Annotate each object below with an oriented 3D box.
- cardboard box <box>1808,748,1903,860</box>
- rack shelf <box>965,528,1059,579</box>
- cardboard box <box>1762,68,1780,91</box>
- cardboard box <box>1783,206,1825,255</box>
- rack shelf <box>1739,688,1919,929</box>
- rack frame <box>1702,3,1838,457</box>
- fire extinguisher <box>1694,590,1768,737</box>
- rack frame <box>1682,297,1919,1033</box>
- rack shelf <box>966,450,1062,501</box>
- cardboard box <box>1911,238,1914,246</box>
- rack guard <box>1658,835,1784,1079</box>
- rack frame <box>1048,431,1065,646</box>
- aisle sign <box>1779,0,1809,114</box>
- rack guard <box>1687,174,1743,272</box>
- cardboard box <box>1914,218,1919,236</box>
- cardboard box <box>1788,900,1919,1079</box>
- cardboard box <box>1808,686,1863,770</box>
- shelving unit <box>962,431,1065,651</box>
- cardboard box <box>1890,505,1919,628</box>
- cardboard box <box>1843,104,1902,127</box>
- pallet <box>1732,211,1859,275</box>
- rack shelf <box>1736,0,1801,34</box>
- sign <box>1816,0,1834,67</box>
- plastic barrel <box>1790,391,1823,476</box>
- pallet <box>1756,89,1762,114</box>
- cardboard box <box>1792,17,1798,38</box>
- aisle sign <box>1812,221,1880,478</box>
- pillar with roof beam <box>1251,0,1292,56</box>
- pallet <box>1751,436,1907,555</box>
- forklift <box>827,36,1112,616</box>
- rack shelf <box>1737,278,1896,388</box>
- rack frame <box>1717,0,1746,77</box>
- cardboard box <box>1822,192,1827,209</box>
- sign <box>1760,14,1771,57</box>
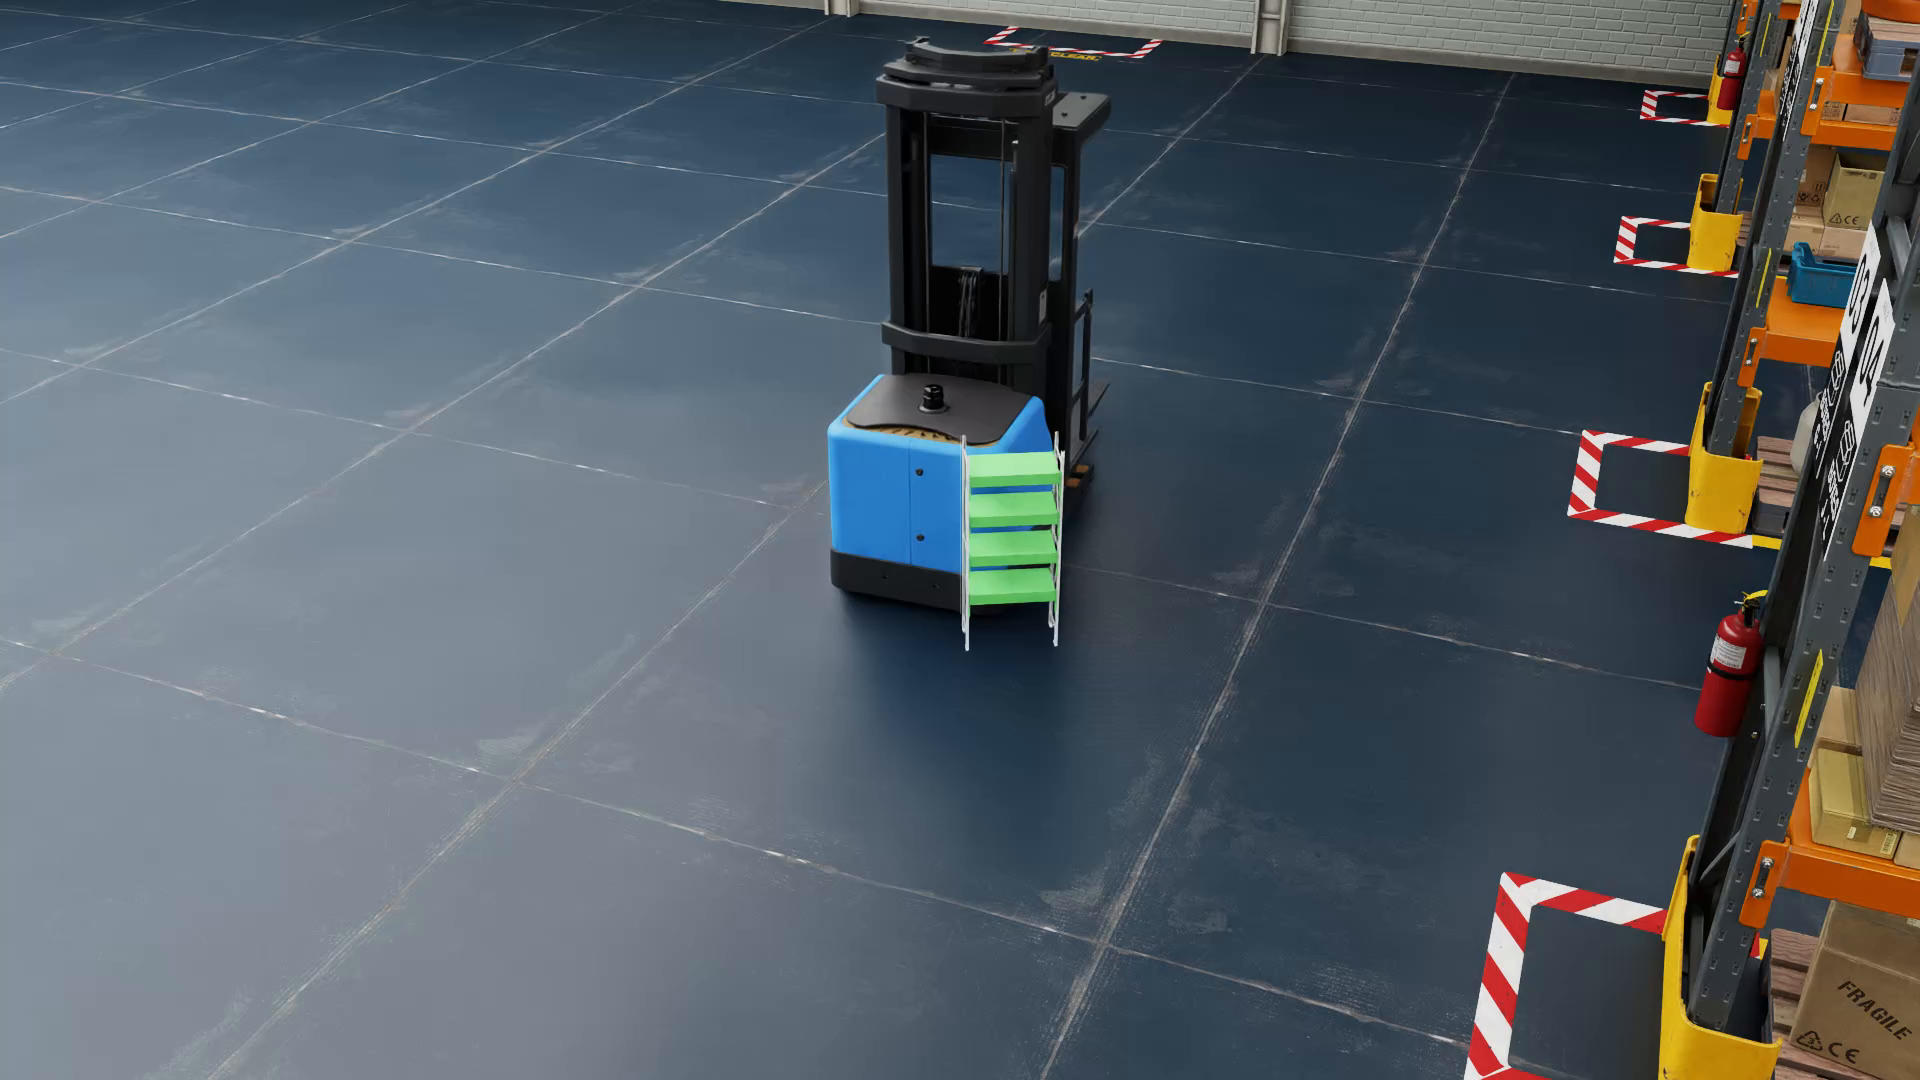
[{"bbox_3d":[3.099,0.910,5.759,0.250,0.149,0.380,11,31,19],"label":"cardboard box"},{"bbox_3d":[0.273,0.073,8.938,0.480,0.148,0.258,-3,31,-5],"label":"rack shelf"},{"bbox_3d":[9.119,-4.989,18.225,0.500,0.311,0.500,8,30,13],"label":"cardboard box"},{"bbox_3d":[7.066,-2.663,14.191,0.500,0.250,0.500,11,31,19],"label":"cardboard box"},{"bbox_3d":[4.778,1.322,5.505,4.000,0.370,1.077,11,31,19],"label":"rack shelf"},{"bbox_3d":[4.787,-1.620,9.978,0.127,3.000,1.000,11,31,19],"label":"rack frame"},{"bbox_3d":[2.992,0.441,6.411,0.183,0.674,0.296,11,31,19],"label":"fire extinguisher"},{"bbox_3d":[2.924,0.639,5.983,0.127,3.000,1.000,11,31,19],"label":"rack frame"},{"bbox_3d":[0.274,-0.340,8.693,0.480,0.148,0.258,-3,31,-5],"label":"rack shelf"},{"bbox_3d":[7.994,-2.479,13.867,0.500,0.250,0.500,11,31,19],"label":"cardboard box"},{"bbox_3d":[2.995,1.741,6.573,0.348,0.500,1.175,11,31,19],"label":"rack guard"},{"bbox_3d":[0.516,0.006,8.925,0.015,1.200,0.240,-3,31,-5],"label":"rack frame"},{"bbox_3d":[4.832,-2.900,9.602,0.004,0.787,0.394,11,31,19],"label":"aisle sign"},{"bbox_3d":[6.630,-2.794,14.596,0.348,0.500,1.175,11,31,19],"label":"rack guard"},{"bbox_3d":[7.998,-2.811,13.691,0.500,0.500,0.500,11,31,19],"label":"cardboard box"},{"bbox_3d":[3.497,1.667,6.277,0.500,0.500,0.500,18,34,28],"label":"cardboard box"},{"bbox_3d":[3.266,0.707,6.118,0.250,0.149,0.380,11,31,19],"label":"cardboard box"},{"bbox_3d":[0.273,0.018,8.905,0.503,1.200,0.258,-3,31,-5],"label":"shelving unit"},{"bbox_3d":[3.527,0.020,5.658,0.500,0.500,0.500,11,31,19],"label":"cardboard box"},{"bbox_3d":[7.569,-3.734,13.617,0.500,0.500,0.700,12,32,20],"label":"cardboard box"},{"bbox_3d":[7.377,-2.541,14.443,1.213,0.211,1.003,11,31,19],"label":"pallet"},{"bbox_3d":[10.365,-5.454,17.493,4.000,0.370,1.077,11,31,19],"label":"rack shelf"},{"bbox_3d":[4.576,-2.679,8.796,0.005,0.325,0.100,11,31,19],"label":"sign"},{"bbox_3d":[5.425,-0.632,10.333,0.421,0.512,0.421,0,29,0],"label":"plastic barrel"},{"bbox_3d":[9.321,-4.742,18.337,1.213,0.211,1.003,11,31,19],"label":"pallet"},{"bbox_3d":[7.078,-4.220,13.817,0.250,0.149,0.380,11,31,18],"label":"cardboard box"},{"bbox_3d":[2.980,-0.641,5.605,0.004,0.787,0.394,11,31,19],"label":"aisle sign"},{"bbox_3d":[2.307,-8.161,15.454,0.400,9.000,9.100,11,31,19],"label":"pillar with roof beam"},{"bbox_3d":[5.625,-0.260,10.407,1.213,0.211,1.003,11,31,19],"label":"pallet"},{"bbox_3d":[0.228,-1.564,9.949,1.130,2.935,3.031,10,31,17],"label":"forklift"},{"bbox_3d":[6.640,-0.936,9.501,4.000,0.370,1.077,11,31,19],"label":"rack shelf"},{"bbox_3d":[8.511,-6.137,17.970,0.127,3.000,1.000,11,31,19],"label":"rack frame"},{"bbox_3d":[7.728,-2.812,14.455,0.500,0.250,0.500,11,31,19],"label":"cardboard box"},{"bbox_3d":[6.438,-4.037,13.295,0.005,0.325,0.100,11,31,19],"label":"sign"}]
